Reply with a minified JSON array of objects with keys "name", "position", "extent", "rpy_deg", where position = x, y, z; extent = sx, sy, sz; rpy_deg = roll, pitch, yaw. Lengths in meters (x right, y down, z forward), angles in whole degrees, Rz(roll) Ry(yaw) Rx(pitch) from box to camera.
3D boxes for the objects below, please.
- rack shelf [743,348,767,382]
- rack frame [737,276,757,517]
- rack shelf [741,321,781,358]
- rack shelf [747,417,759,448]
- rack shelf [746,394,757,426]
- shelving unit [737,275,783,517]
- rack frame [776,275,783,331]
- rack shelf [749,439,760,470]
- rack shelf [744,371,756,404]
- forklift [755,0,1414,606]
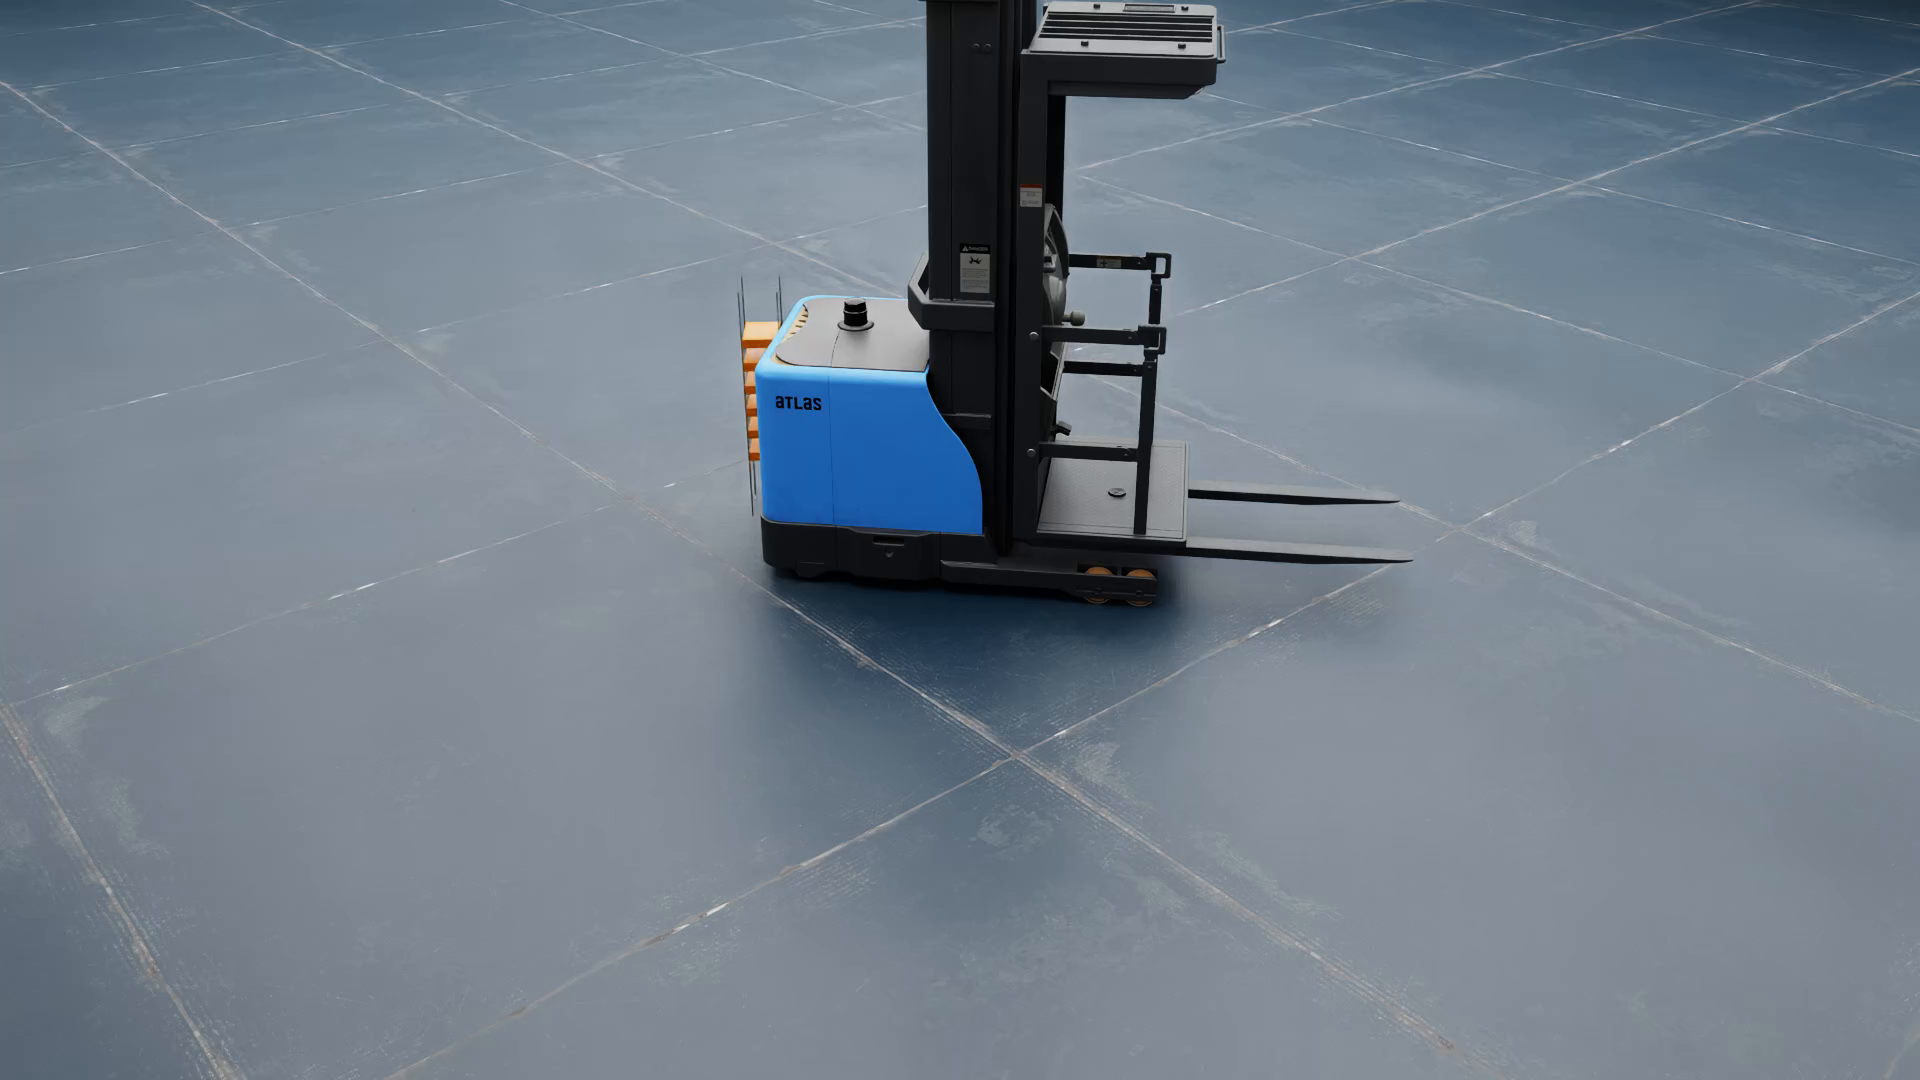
[{"name":"rack shelf","position":[-0.969,-0.879,8.206],"extent":[0.180,0.103,0.258],"rpy_deg":[-1,28,-2]},{"name":"rack frame","position":[-1.060,-0.705,8.295],"extent":[0.006,1.200,0.240],"rpy_deg":[-1,28,-2]},{"name":"rack shelf","position":[-0.969,-0.985,8.150],"extent":[0.180,0.103,0.258],"rpy_deg":[-1,28,-2]},{"name":"rack shelf","position":[-0.969,-0.561,8.376],"extent":[0.180,0.103,0.258],"rpy_deg":[-1,28,-2]},{"name":"rack shelf","position":[-0.969,-0.667,8.319],"extent":[0.180,0.103,0.258],"rpy_deg":[-1,28,-2]},{"name":"shelving unit","position":[-0.969,-0.706,8.299],"extent":[0.189,1.200,0.258],"rpy_deg":[-1,28,-2]},{"name":"rack frame","position":[-0.877,-0.708,8.302],"extent":[0.006,1.200,0.240],"rpy_deg":[-1,28,-2]},{"name":"rack shelf","position":[-0.969,-0.455,8.433],"extent":[0.180,0.103,0.258],"rpy_deg":[-1,28,-2]},{"name":"rack shelf","position":[-0.969,-0.773,8.263],"extent":[0.180,0.103,0.258],"rpy_deg":[-1,28,-2]},{"name":"forklift","position":[0.618,-1.254,7.486],"extent":[3.031,2.935,1.130],"rpy_deg":[4,28,7]}]
